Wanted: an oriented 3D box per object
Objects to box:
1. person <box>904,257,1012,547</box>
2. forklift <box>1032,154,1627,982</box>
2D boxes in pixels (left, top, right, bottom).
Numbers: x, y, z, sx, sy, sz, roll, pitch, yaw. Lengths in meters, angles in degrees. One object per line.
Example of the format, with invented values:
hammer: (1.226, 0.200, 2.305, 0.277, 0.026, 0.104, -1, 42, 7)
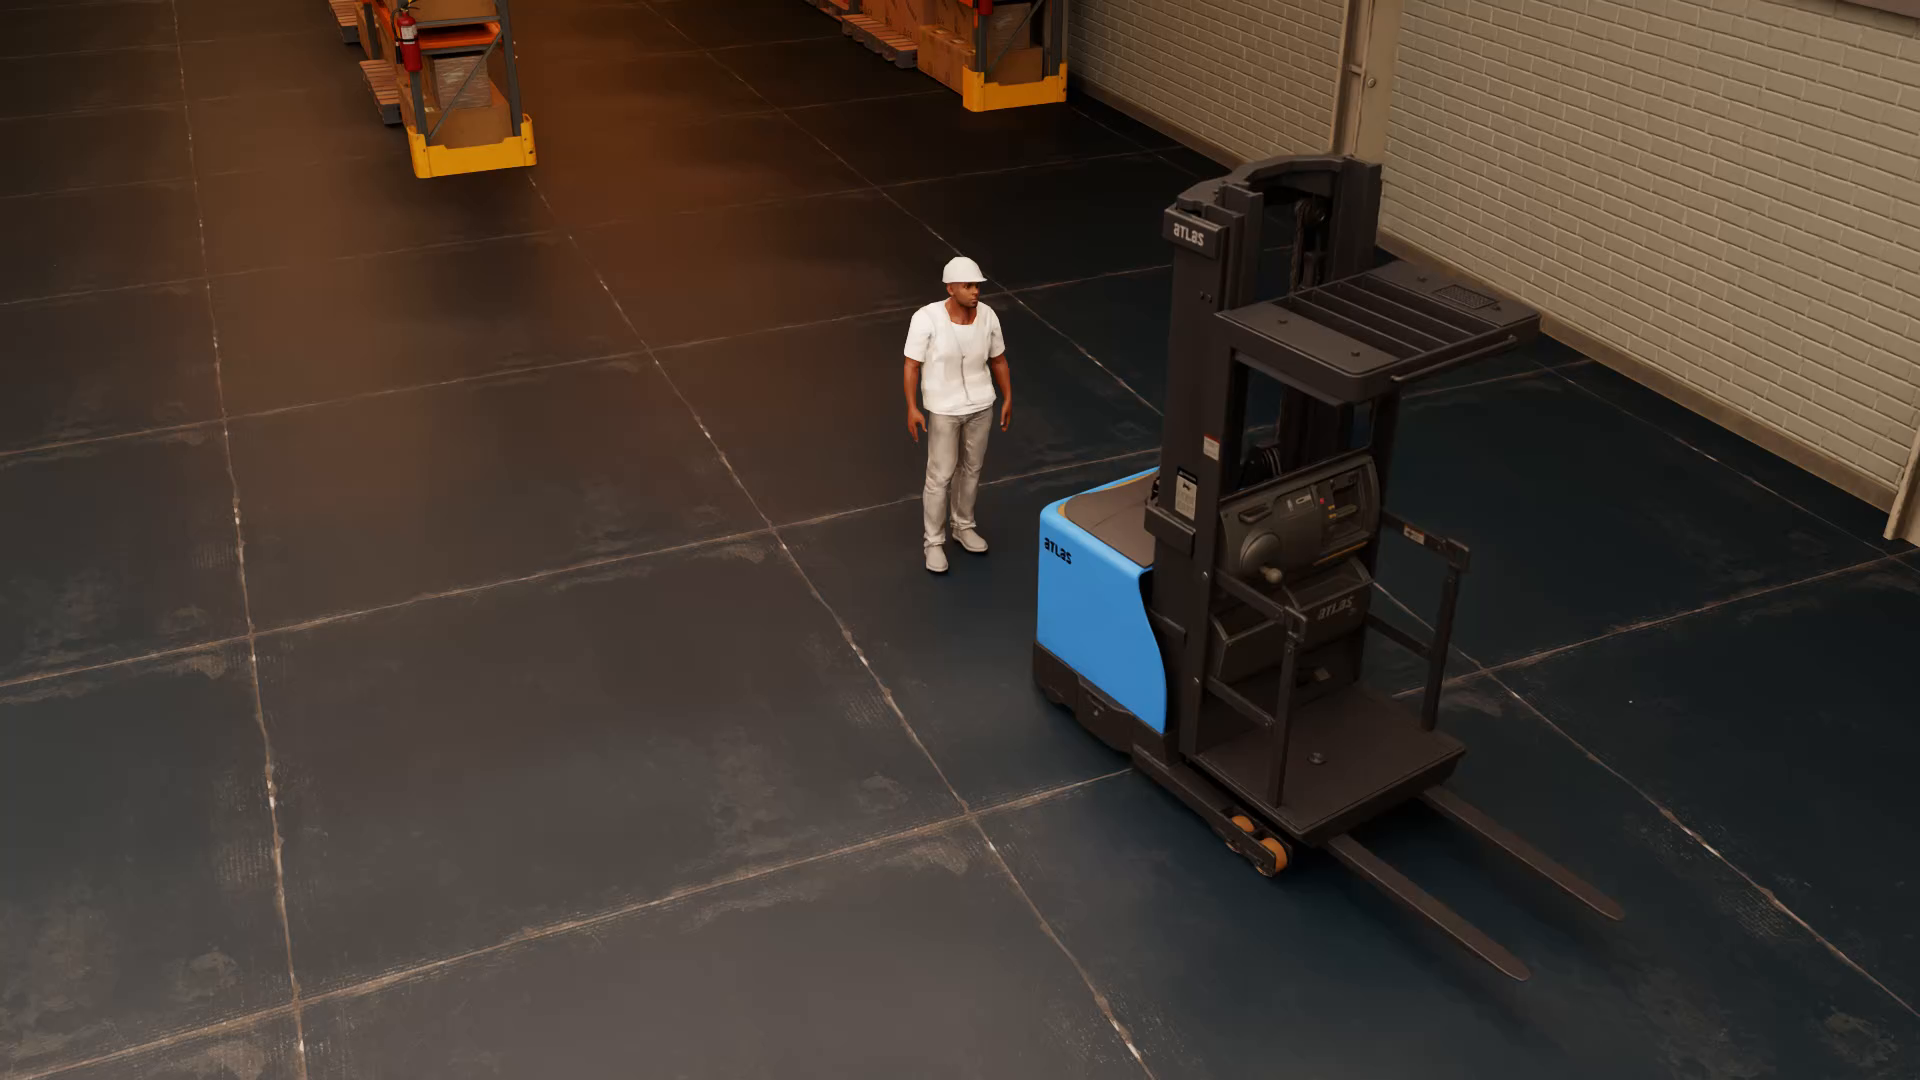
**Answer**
person: (-0.010, -0.802, 9.621, 0.665, 1.706, 0.420, -12, 32, -20)
forklift: (1.632, -0.044, 7.197, 1.130, 2.935, 3.031, -19, 35, -30)
